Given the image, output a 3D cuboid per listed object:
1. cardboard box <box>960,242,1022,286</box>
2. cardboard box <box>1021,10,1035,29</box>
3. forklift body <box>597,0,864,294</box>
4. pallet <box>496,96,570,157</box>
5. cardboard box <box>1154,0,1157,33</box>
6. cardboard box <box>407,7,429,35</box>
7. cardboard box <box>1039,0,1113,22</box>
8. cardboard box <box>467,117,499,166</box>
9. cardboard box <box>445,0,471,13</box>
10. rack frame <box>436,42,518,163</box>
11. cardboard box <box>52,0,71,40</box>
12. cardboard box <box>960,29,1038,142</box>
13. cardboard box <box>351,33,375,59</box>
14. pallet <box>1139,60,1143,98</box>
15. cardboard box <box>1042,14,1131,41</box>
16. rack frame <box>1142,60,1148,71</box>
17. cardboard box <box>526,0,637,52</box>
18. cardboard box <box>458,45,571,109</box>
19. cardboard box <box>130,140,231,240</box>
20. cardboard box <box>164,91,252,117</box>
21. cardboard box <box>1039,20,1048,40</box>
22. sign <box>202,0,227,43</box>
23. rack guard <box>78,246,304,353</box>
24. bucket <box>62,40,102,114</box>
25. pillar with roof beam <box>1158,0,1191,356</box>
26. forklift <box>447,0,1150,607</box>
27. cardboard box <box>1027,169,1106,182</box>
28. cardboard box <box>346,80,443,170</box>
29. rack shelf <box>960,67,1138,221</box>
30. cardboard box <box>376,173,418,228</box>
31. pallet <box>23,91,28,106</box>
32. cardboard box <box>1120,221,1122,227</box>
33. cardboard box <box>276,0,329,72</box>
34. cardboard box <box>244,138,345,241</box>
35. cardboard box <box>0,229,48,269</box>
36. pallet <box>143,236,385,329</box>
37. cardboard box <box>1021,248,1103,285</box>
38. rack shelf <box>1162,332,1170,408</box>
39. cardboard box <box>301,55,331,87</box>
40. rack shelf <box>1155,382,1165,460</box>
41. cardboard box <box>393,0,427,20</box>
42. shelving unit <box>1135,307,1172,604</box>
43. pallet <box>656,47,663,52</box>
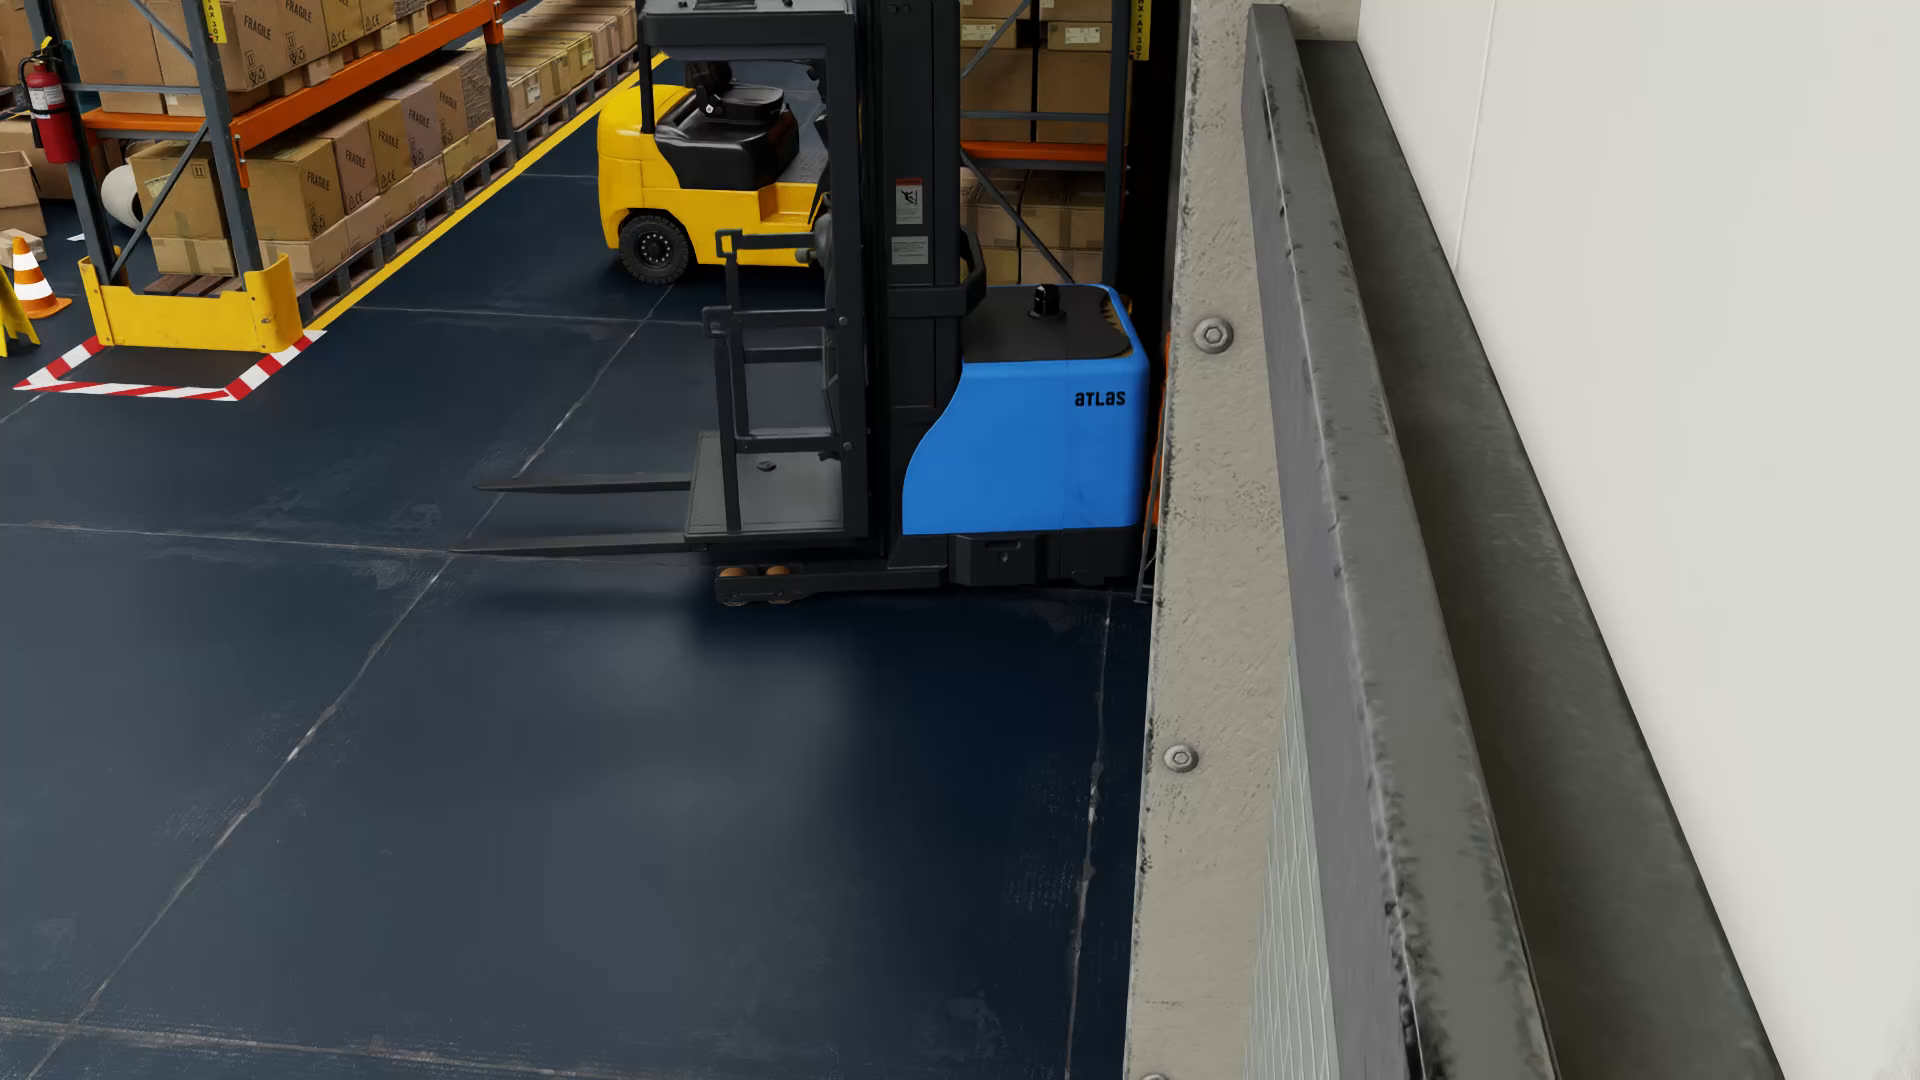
[{"bbox_3d":[0.110,-1.650,9.580,0.500,0.250,0.500,3,28,6],"label":"cardboard box"},{"bbox_3d":[0.220,-2.958,9.289,0.380,0.149,0.250,4,29,7],"label":"cardboard box"},{"bbox_3d":[-1.218,-2.833,10.742,2.313,2.155,1.214,3,28,6],"label":"forklift body"},{"bbox_3d":[-3.982,-3.517,14.056,1.003,0.211,1.213,3,28,6],"label":"pallet"},{"bbox_3d":[1.750,-5.471,16.935,0.500,0.500,0.500,3,29,6],"label":"cardboard box"},{"bbox_3d":[-3.934,-3.620,11.572,0.380,0.149,0.250,3,28,5],"label":"cardboard box"},{"bbox_3d":[0.614,-2.815,8.709,0.380,0.149,0.250,3,28,5],"label":"cardboard box"},{"bbox_3d":[-3.882,-3.059,12.721,0.500,0.250,0.500,5,29,9],"label":"cardboard box"},{"bbox_3d":[-3.837,-3.981,12.241,0.380,0.149,0.250,4,29,7],"label":"cardboard box"},{"bbox_3d":[-4.076,-4.378,12.714,1.000,3.000,0.127,3,28,6],"label":"rack frame"},{"bbox_3d":[-8.779,-5.002,15.802,1.050,0.750,0.750,4,29,7],"label":"cardboard box"},{"bbox_3d":[0.160,-2.499,9.121,0.500,0.500,0.500,3,28,5],"label":"cardboard box"},{"bbox_3d":[-4.080,-3.263,10.909,0.380,0.149,0.250,3,28,5],"label":"cardboard box"},{"bbox_3d":[1.201,-4.361,15.623,1.003,0.211,1.213,3,28,6],"label":"pallet"},{"bbox_3d":[0.739,-2.716,9.524,0.500,0.500,0.500,4,29,8],"label":"cardboard box"},{"bbox_3d":[1.341,-5.974,15.677,1.000,3.000,0.127,3,28,6],"label":"rack frame"},{"bbox_3d":[-3.665,-5.024,16.240,0.950,0.372,0.625,1,28,3],"label":"cardboard box"},{"bbox_3d":[-3.929,-3.992,14.325,0.950,0.372,0.625,5,29,9],"label":"cardboard box"},{"bbox_3d":[-4.727,-2.192,10.322,0.500,0.500,0.500,4,29,7],"label":"cardboard box"},{"bbox_3d":[-4.319,-2.533,9.553,0.380,0.149,0.250,3,29,6],"label":"cardboard box"},{"bbox_3d":[0.627,-2.803,9.000,0.380,0.149,0.250,3,28,6],"label":"cardboard box"},{"bbox_3d":[-4.027,-2.845,8.955,0.100,0.325,0.005,3,28,6],"label":"sign"},{"bbox_3d":[-4.557,-1.431,9.878,1.175,0.500,0.348,3,28,6],"label":"rack guard"},{"bbox_3d":[-6.730,-3.648,13.208,0.726,0.611,0.620,14,21,24],"label":"bucket"},{"bbox_3d":[-2.932,-5.375,8.239,9.100,9.000,0.400,3,28,6],"label":"pillar with roof beam"},{"bbox_3d":[-0.736,-1.263,7.003,3.031,2.935,1.130,-2,28,-4],"label":"forklift"},{"bbox_3d":[0.665,-2.074,9.839,0.500,0.250,0.500,3,28,6],"label":"cardboard box"},{"bbox_3d":[-4.004,-2.909,11.652,0.500,0.500,0.500,5,29,9],"label":"cardboard box"},{"bbox_3d":[0.606,-2.833,10.605,1.077,0.370,4.000,3,28,6],"label":"rack shelf"},{"bbox_3d":[-4.068,-2.331,11.370,0.500,0.250,0.500,5,29,10],"label":"cardboard box"},{"bbox_3d":[-8.834,-4.334,15.572,1.003,0.211,1.213,3,28,6],"label":"pallet"},{"bbox_3d":[0.869,-2.351,11.407,0.500,0.250,0.500,3,29,6],"label":"cardboard box"},{"bbox_3d":[-4.172,-3.121,9.962,0.500,0.500,0.500,4,29,8],"label":"cardboard box"},{"bbox_3d":[-4.190,-2.175,10.289,0.500,0.500,0.500,2,28,4],"label":"cardboard box"},{"bbox_3d":[-6.410,-1.974,11.258,0.380,0.149,0.250,20,34,32],"label":"cardboard box"},{"bbox_3d":[-4.422,-1.684,10.653,1.003,0.211,1.213,3,28,6],"label":"pallet"},{"bbox_3d":[0.624,-1.612,9.509,0.500,0.250,0.500,4,29,7],"label":"cardboard box"},{"bbox_3d":[0.979,-0.701,6.941,0.258,0.148,0.480,7,29,3],"label":"rack shelf"},{"bbox_3d":[-4.112,-2.889,10.215,0.380,0.149,0.250,4,29,7],"label":"cardboard box"},{"bbox_3d":[0.961,-0.495,7.055,0.258,0.148,0.480,7,29,3],"label":"rack shelf"},{"bbox_3d":[-3.999,-3.842,11.300,0.500,0.500,0.500,4,29,8],"label":"cardboard box"},{"bbox_3d":[0.950,-0.358,7.130,0.258,1.200,0.503,7,29,3],"label":"shelving unit"},{"bbox_3d":[-3.414,-5.400,17.551,1.003,0.211,1.213,3,28,6],"label":"pallet"}]
